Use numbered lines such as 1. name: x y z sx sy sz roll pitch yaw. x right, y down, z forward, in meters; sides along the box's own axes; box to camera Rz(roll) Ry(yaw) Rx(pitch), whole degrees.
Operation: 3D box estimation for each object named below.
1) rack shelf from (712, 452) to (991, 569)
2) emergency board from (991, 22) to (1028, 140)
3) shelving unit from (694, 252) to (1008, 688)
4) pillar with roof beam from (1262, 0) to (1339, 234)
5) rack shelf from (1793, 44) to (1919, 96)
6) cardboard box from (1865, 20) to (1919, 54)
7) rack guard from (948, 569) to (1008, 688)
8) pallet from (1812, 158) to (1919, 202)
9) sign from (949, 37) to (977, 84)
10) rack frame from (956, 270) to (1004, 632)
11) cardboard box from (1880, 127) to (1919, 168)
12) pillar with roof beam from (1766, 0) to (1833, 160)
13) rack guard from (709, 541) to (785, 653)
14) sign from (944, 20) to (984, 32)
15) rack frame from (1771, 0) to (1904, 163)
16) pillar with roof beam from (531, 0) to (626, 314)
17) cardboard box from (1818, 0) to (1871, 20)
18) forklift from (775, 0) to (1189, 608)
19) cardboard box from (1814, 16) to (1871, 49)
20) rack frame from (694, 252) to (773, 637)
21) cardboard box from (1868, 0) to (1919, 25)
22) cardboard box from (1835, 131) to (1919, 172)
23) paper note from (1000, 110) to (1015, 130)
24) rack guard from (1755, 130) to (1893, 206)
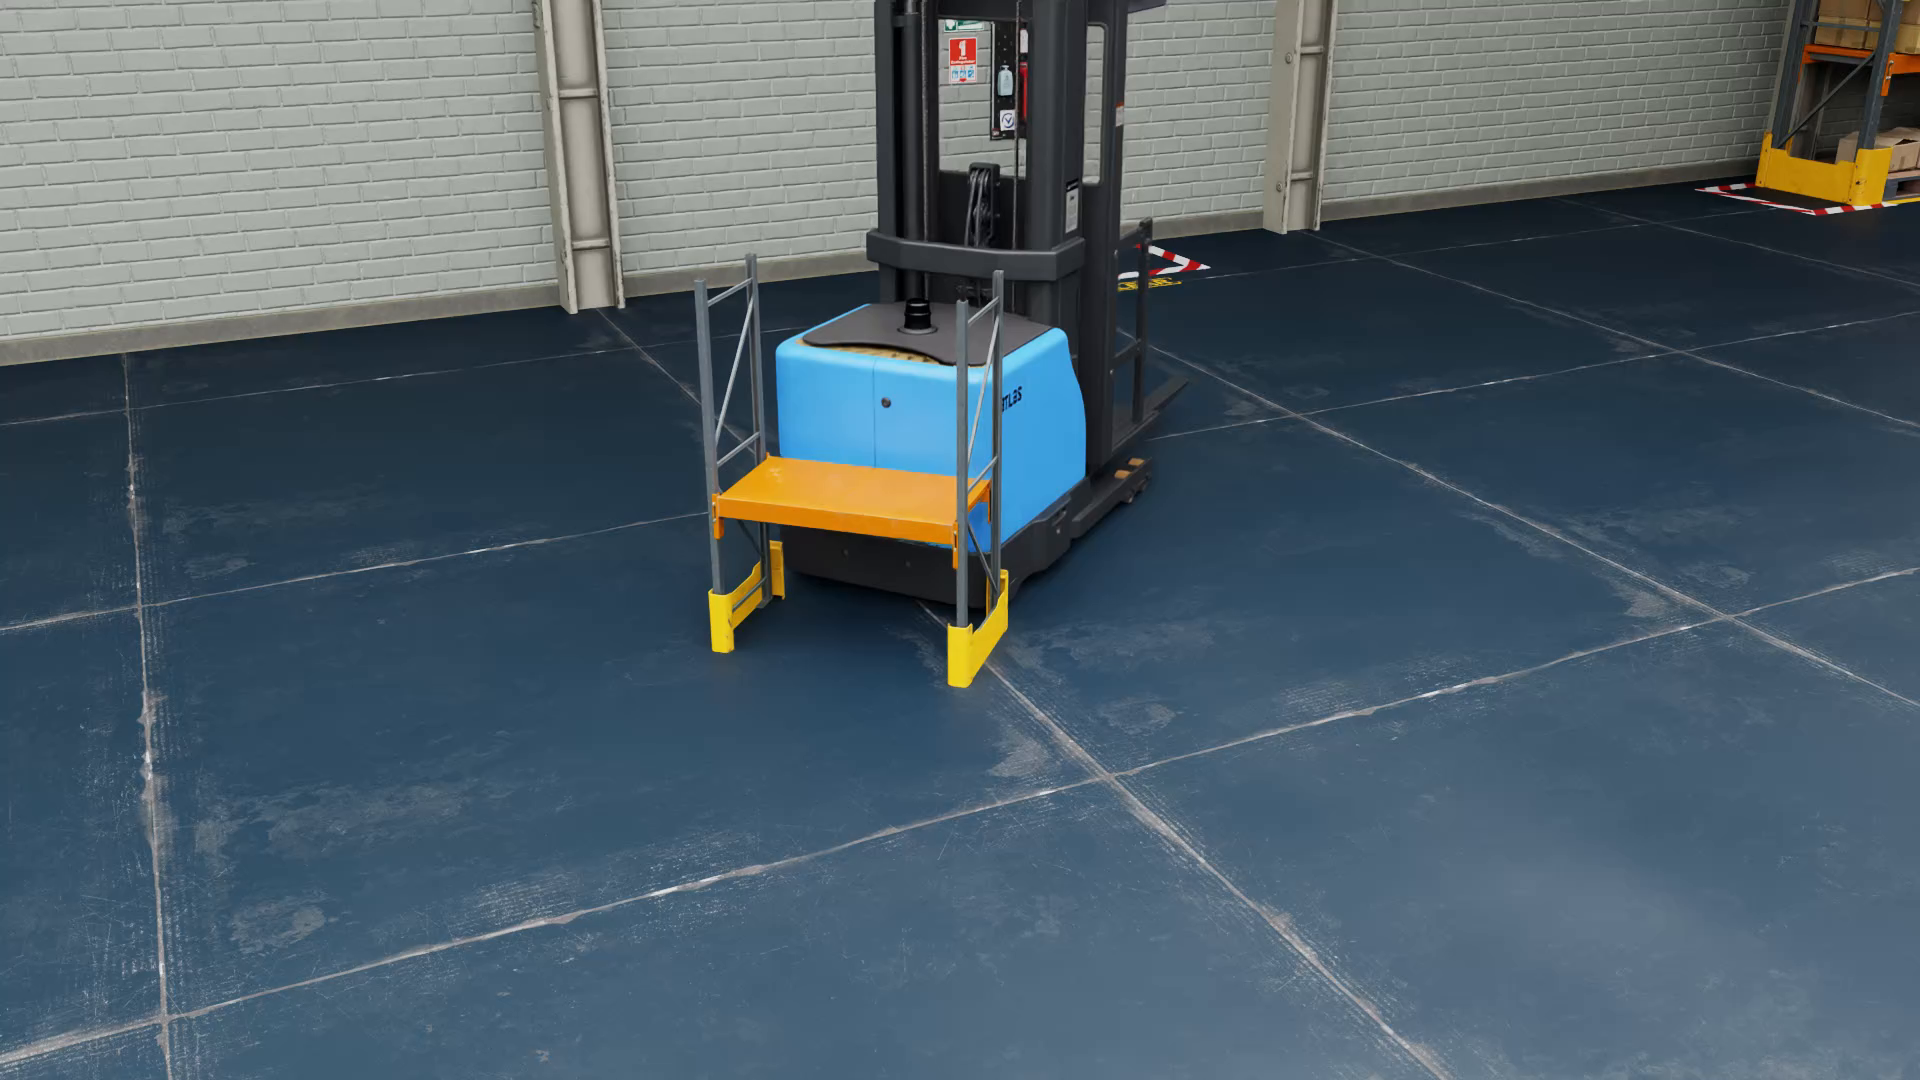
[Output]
1. rack shelf: -0.408 -0.128 6.568 1.000 0.185 0.538 7 23 16
2. emergency board: 0.567 -3.641 12.624 0.643 1.169 0.194 -10 25 -24
3. shelving unit: -0.400 -0.293 6.496 1.083 1.500 0.587 7 23 16
4. pillar with roof beam: 4.677 -5.326 8.851 0.400 9.000 9.100 -10 25 -24
5. rack shelf: 9.763 -4.618 15.925 4.000 0.370 1.077 -10 25 -24
6. cardboard box: 8.538 -4.530 14.942 0.500 0.250 0.500 -11 25 -25
7. rack guard: 0.075 0.342 6.597 0.087 0.250 0.587 7 23 16
8. pallet: 8.777 -3.465 15.846 1.213 0.211 1.003 -10 25 -24
9. sign: 0.024 -3.601 12.481 0.234 0.329 0.001 -10 25 -24
10. rack frame: 0.076 -0.235 6.357 0.032 1.500 0.500 7 23 16
11. cardboard box: 9.137 -3.758 15.847 0.500 0.311 0.500 -8 24 -19
12. pillar with roof beam: 10.084 -6.321 11.255 0.400 9.000 9.100 -10 25 -24
13. rack guard: -0.875 0.227 6.874 0.087 0.250 0.587 7 23 16
14. sign: 0.032 -3.844 12.374 0.331 0.109 0.001 -10 25 -24
15. rack frame: 7.961 -4.619 14.986 0.127 3.000 1.000 -10 25 -24
16. pillar with roof beam: -0.729 -4.331 6.446 0.400 9.000 9.100 -10 25 -24
17. cardboard box: 8.293 -5.057 15.233 0.500 0.500 0.500 -11 25 -24
18. forklift: 0.319 -1.600 7.783 1.130 2.935 3.031 11 25 24
19. cardboard box: 8.298 -4.703 15.359 0.500 0.250 0.500 -10 25 -23
20. rack frame: -0.893 -0.352 6.640 0.032 1.500 0.500 7 23 16
21. cardboard box: 8.521 -4.881 14.808 0.500 0.500 0.500 -10 25 -24
22. cardboard box: 8.623 -3.663 15.618 0.500 0.311 0.500 -14 26 -30
23. paper note: 0.377 -3.228 12.779 0.142 0.148 0.016 -10 25 -24
24. rack guard: 8.029 -3.476 15.494 0.348 0.500 1.175 -10 25 -24
